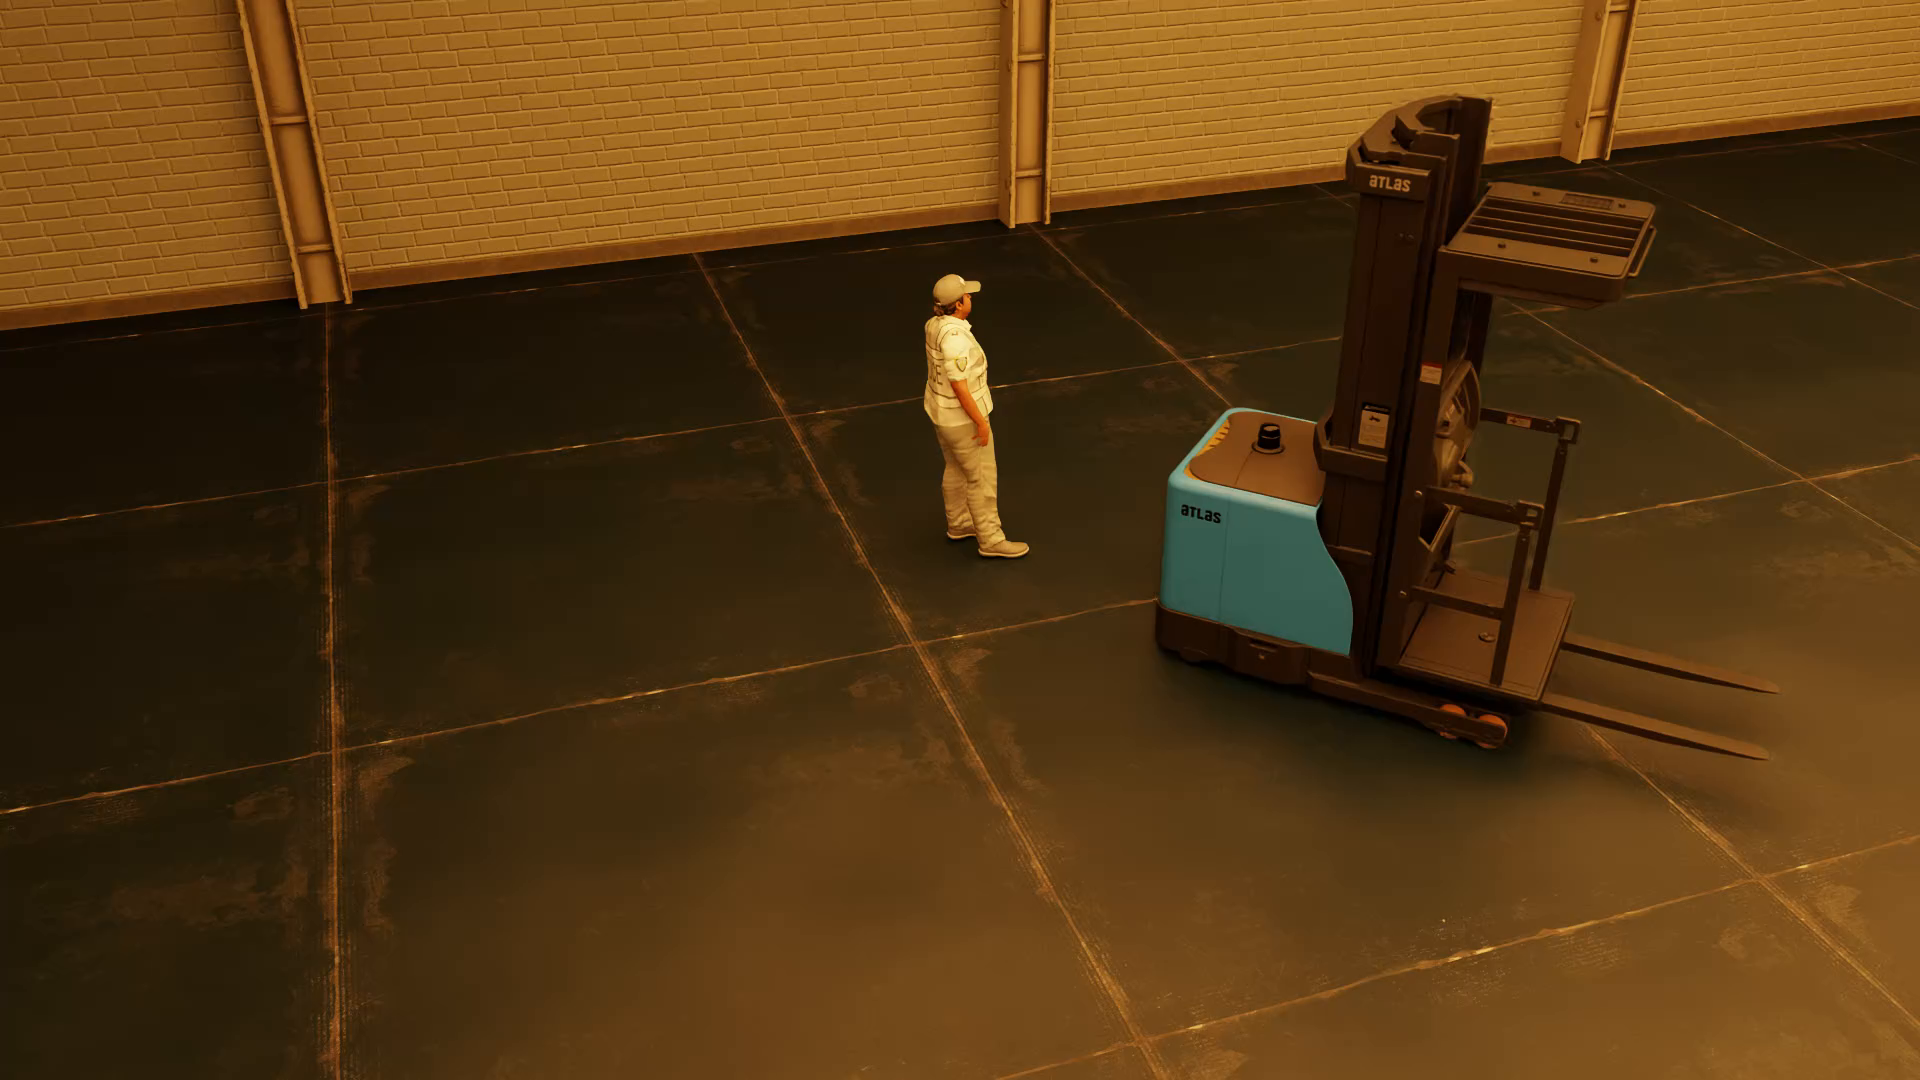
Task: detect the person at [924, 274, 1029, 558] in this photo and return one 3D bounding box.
[{"bbox_3d":[0.080,-0.730,9.609,0.529,1.670,0.598,-10,31,-16],"label":"person"}]

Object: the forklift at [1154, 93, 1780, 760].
[{"bbox_3d":[2.596,-0.541,8.026,3.031,2.935,1.130,14,33,23],"label":"forklift"}]
